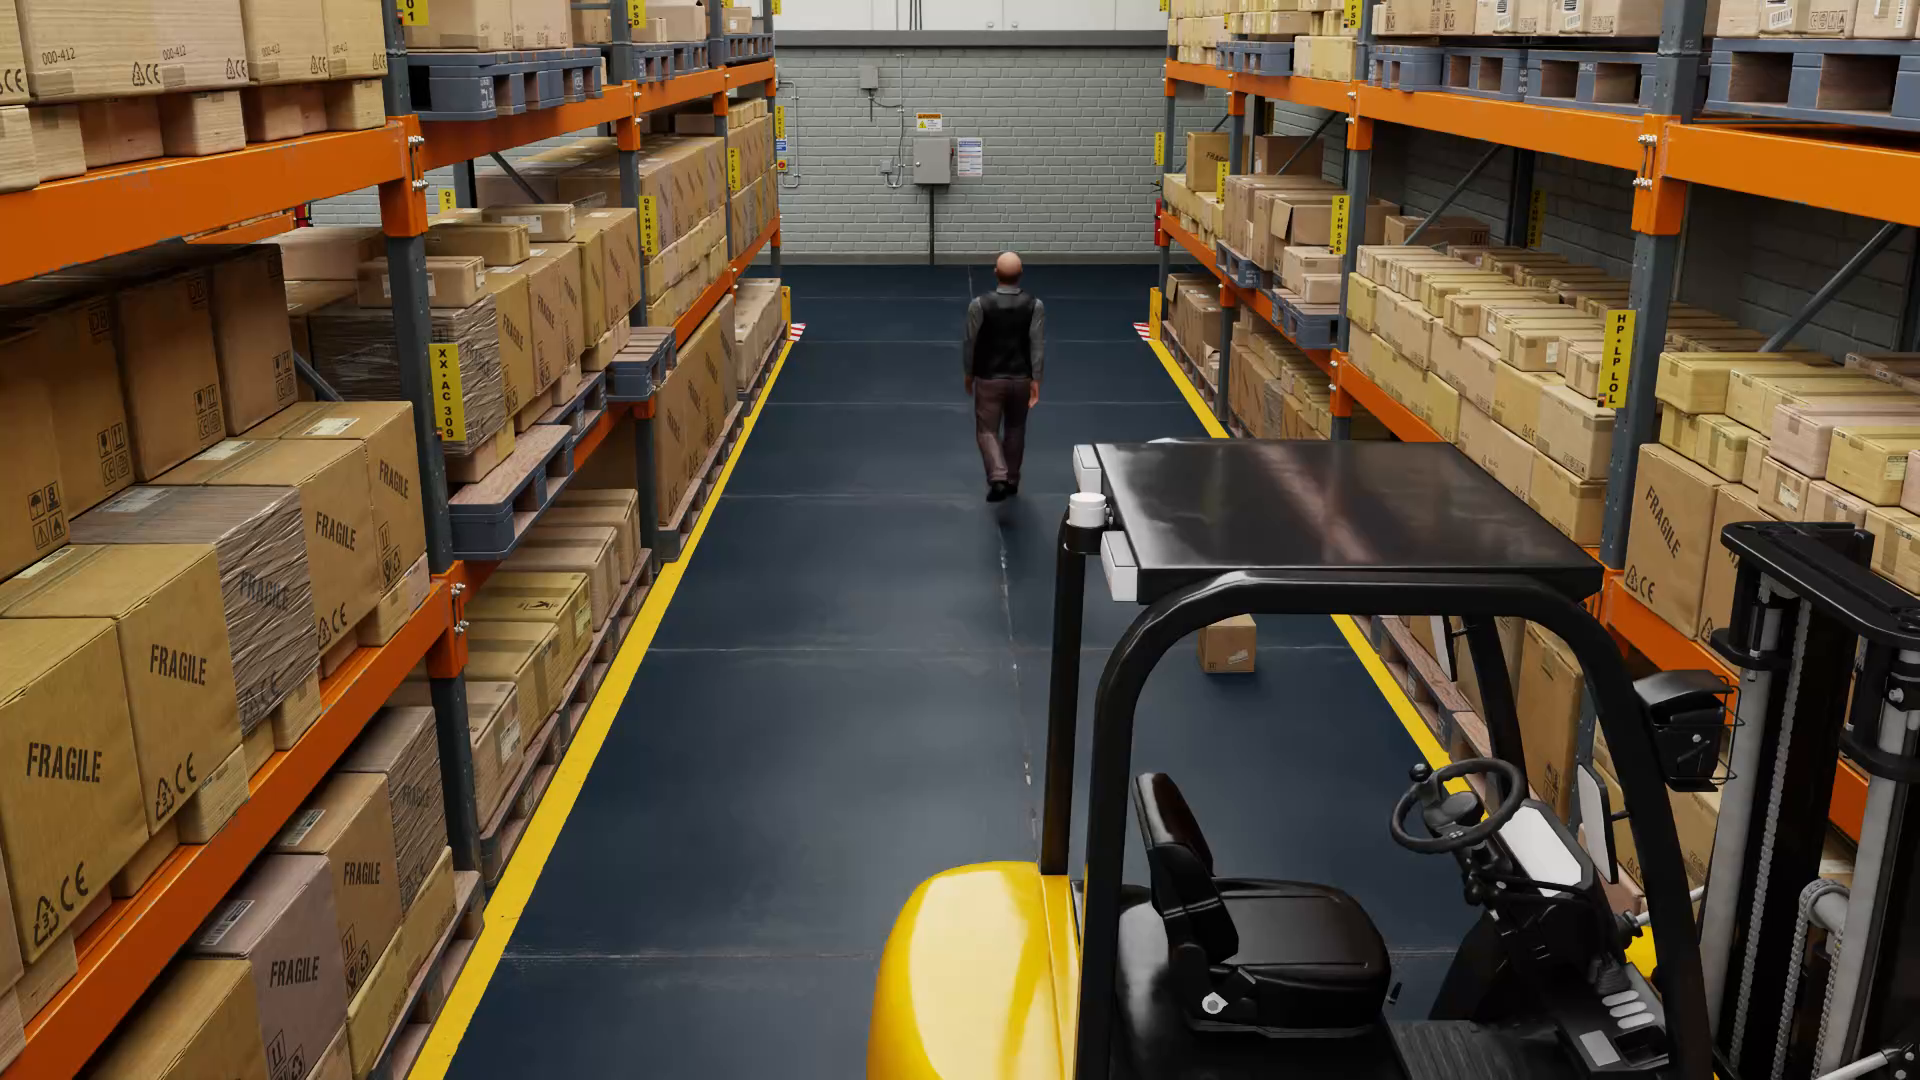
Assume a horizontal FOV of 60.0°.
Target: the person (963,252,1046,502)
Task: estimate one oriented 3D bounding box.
[{"bbox_3d":[0.289,-1.034,11.103,0.535,1.611,0.913,-3,17,-9],"label":"person"}]
